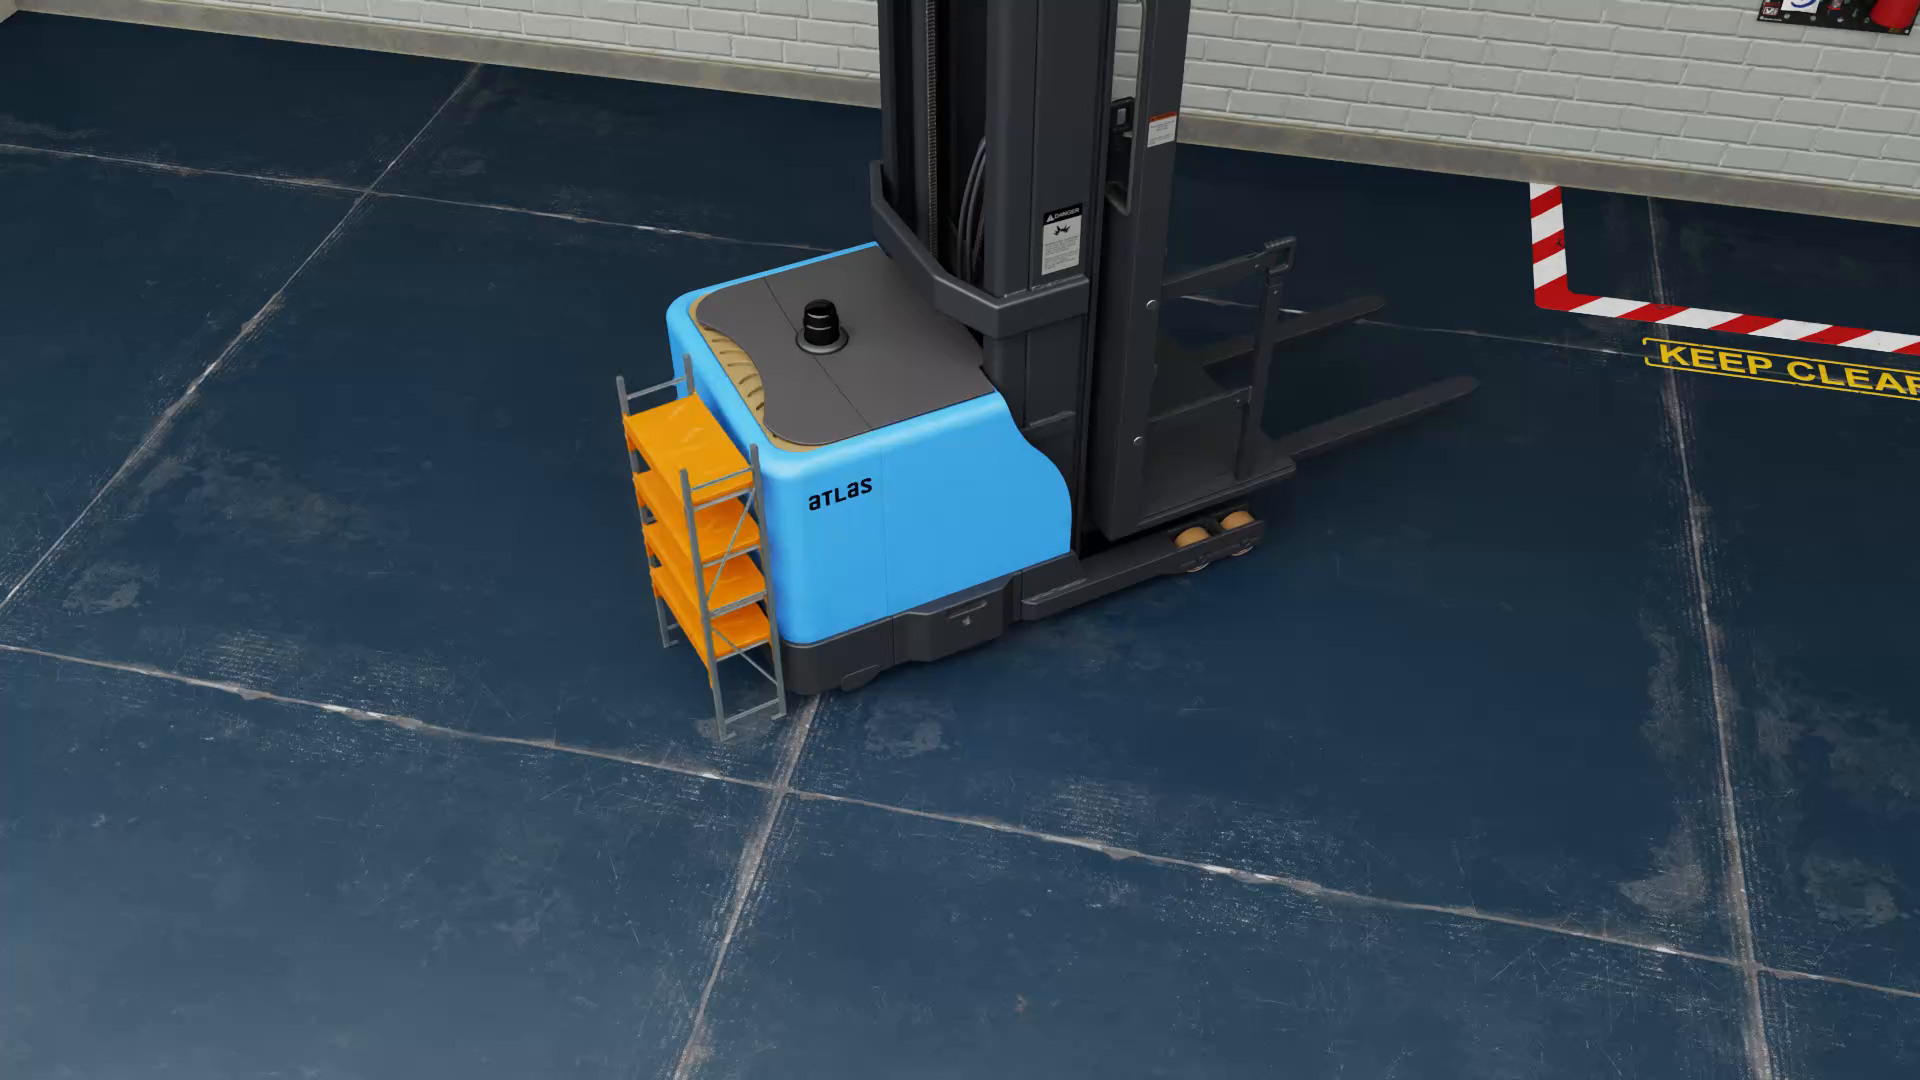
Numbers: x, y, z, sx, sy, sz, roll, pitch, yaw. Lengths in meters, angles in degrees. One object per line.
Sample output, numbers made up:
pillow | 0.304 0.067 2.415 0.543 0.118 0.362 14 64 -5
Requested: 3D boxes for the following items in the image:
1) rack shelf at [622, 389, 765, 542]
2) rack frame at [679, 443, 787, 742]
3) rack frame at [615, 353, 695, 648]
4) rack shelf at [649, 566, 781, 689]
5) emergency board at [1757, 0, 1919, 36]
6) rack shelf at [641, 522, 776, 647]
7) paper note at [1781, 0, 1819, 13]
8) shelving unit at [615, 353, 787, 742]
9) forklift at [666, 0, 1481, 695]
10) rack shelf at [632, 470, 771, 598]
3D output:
rack shelf | -0.814 -0.233 5.060 0.258 0.148 0.480 -22 48 -21
rack frame | -0.693 0.197 5.180 0.240 1.200 0.015 -22 48 -21
rack frame | -0.936 -0.097 5.485 0.240 1.200 0.015 -22 48 -21
rack shelf | -0.815 0.242 5.517 0.258 0.148 0.480 -22 48 -21
emergency board | 3.793 -2.593 6.781 0.643 1.169 0.194 9 45 9
rack shelf | -0.815 0.098 5.379 0.258 0.148 0.480 -22 48 -21
paper note | 3.635 -2.349 7.163 0.142 0.148 0.016 9 45 9
shelving unit | -0.815 0.050 5.332 0.258 1.200 0.503 -22 48 -21
forklift | 0.558 -1.249 5.434 3.031 2.935 1.130 -19 47 -19
rack shelf | -0.814 -0.063 5.224 0.258 0.148 0.480 -22 48 -21
